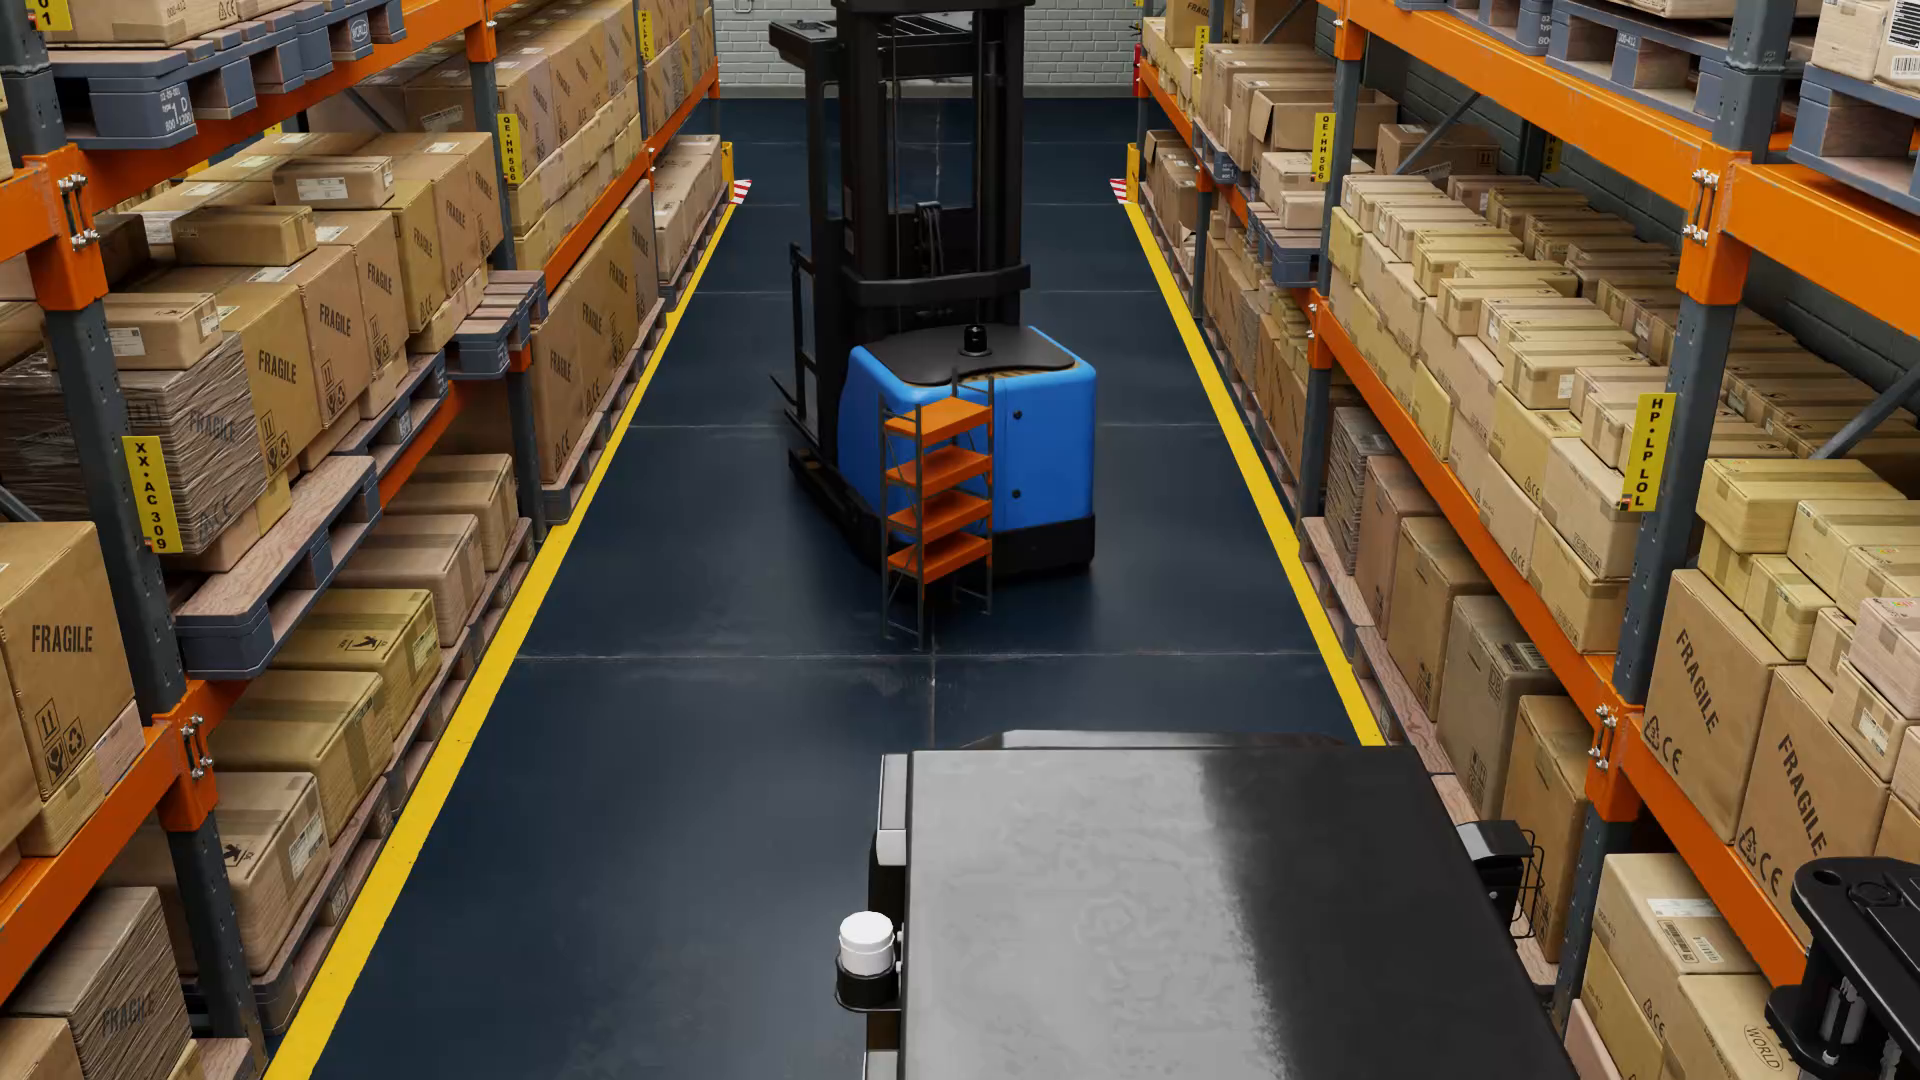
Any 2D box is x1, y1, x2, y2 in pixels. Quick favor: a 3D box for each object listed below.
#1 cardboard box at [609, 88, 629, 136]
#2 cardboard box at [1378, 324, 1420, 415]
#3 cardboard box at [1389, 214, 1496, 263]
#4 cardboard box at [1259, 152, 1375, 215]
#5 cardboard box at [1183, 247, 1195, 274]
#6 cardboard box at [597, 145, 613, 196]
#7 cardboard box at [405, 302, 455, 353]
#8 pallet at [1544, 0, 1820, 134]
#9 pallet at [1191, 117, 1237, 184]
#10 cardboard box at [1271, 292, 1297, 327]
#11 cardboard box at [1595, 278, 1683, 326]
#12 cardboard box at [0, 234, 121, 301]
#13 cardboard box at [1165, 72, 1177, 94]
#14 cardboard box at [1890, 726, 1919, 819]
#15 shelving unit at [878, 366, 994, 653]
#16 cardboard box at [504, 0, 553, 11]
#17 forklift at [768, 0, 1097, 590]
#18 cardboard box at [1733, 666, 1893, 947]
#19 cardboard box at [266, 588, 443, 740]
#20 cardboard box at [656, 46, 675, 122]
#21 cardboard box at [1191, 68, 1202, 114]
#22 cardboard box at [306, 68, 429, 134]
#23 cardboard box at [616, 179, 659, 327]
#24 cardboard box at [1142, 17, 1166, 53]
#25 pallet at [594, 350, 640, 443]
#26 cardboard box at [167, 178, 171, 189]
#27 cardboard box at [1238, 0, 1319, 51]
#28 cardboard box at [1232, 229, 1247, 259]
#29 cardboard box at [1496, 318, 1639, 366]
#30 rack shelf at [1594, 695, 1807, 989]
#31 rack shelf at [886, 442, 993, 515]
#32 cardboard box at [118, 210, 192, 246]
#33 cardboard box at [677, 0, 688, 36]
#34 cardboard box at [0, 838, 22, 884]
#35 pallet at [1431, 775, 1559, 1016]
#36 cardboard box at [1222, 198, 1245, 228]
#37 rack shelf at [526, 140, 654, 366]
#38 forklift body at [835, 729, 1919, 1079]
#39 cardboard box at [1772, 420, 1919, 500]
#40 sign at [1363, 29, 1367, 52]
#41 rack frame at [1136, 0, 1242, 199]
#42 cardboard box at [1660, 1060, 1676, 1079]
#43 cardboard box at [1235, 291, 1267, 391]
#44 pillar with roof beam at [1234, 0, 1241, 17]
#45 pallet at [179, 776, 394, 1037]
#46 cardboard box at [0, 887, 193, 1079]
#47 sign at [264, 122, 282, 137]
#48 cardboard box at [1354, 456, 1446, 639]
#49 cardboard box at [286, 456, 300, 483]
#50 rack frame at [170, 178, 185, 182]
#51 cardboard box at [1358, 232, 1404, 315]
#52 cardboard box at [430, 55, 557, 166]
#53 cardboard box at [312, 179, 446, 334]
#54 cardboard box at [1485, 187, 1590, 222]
[{"bbox_3d":[-2.467,-2.785,10.844,0.500,0.250,0.500,0,24,1],"label":"cardboard box"},{"bbox_3d":[2.052,-0.716,6.876,0.500,0.250,0.500,-1,24,-2],"label":"cardboard box"},{"bbox_3d":[2.036,-1.273,7.016,0.380,0.149,0.250,0,24,0],"label":"cardboard box"},{"bbox_3d":[1.944,-1.944,9.081,0.500,0.250,0.500,-1,24,-3],"label":"cardboard box"},{"bbox_3d":[1.935,-2.157,12.829,0.380,0.149,0.250,-1,24,-2],"label":"cardboard box"},{"bbox_3d":[-2.480,-2.343,10.471,0.500,0.250,0.500,-1,24,-2],"label":"cardboard box"},{"bbox_3d":[-2.311,-0.876,6.843,0.380,0.149,0.250,0,24,0],"label":"cardboard box"},{"bbox_3d":[2.300,-1.383,4.759,0.805,0.209,1.217,-1,24,-3],"label":"pallet"},{"bbox_3d":[2.135,-2.619,11.134,1.003,0.211,1.213,0,24,-1],"label":"pallet"},{"bbox_3d":[2.067,-1.371,9.878,0.380,0.149,0.250,-1,24,-1],"label":"cardboard box"},{"bbox_3d":[2.563,-0.855,6.092,0.380,0.149,0.250,0,24,0],"label":"cardboard box"},{"bbox_3d":[-2.892,-0.857,5.226,0.380,0.149,0.250,-1,24,-2],"label":"cardboard box"},{"bbox_3d":[1.908,-3.794,13.803,0.380,0.149,0.250,0,24,1],"label":"cardboard box"},{"bbox_3d":[2.028,0.476,3.150,0.380,0.149,0.250,0,24,-1],"label":"cardboard box"},{"bbox_3d":[-0.102,-0.141,7.606,0.258,1.200,0.503,20,31,37],"label":"shelving unit"},{"bbox_3d":[-3.011,-3.331,11.140,0.500,0.500,0.500,0,24,0],"label":"cardboard box"},{"bbox_3d":[-0.337,-1.672,8.890,1.130,2.935,3.031,-9,26,-20],"label":"forklift"},{"bbox_3d":[2.088,0.613,3.633,0.500,0.500,0.500,0,24,0],"label":"cardboard box"},{"bbox_3d":[-2.670,0.491,6.703,0.950,0.372,0.625,1,24,1],"label":"cardboard box"},{"bbox_3d":[-2.473,-3.460,12.639,0.500,0.500,0.500,0,24,0],"label":"cardboard box"},{"bbox_3d":[1.986,-3.312,12.255,0.500,0.250,0.500,0,24,1],"label":"cardboard box"},{"bbox_3d":[-2.952,-2.077,8.368,0.500,0.500,0.500,-1,24,-2],"label":"cardboard box"},{"bbox_3d":[-2.641,-1.981,11.558,0.875,0.875,0.875,0,24,1],"label":"cardboard box"},{"bbox_3d":[1.927,-4.564,15.021,0.500,0.250,0.500,0,24,0],"label":"cardboard box"},{"bbox_3d":[-2.628,-0.920,10.529,1.003,0.211,1.213,0,24,-1],"label":"pallet"},{"bbox_3d":[-7.506,-3.273,15.297,0.380,0.149,0.250,0,24,0],"label":"cardboard box"},{"bbox_3d":[2.485,-4.060,12.998,0.500,0.500,0.500,-1,24,-2],"label":"cardboard box"},{"bbox_3d":[2.068,-2.016,11.304,0.380,0.149,0.250,-1,24,-3],"label":"cardboard box"},{"bbox_3d":[2.050,-0.644,5.625,0.380,0.149,0.250,-1,24,-2],"label":"cardboard box"},{"bbox_3d":[2.344,1.412,2.861,1.077,0.370,4.000,0,24,-1],"label":"rack shelf"},{"bbox_3d":[-0.102,-0.284,7.542,0.258,0.148,0.480,20,31,37],"label":"rack shelf"},{"bbox_3d":[-2.888,-0.911,6.131,0.500,0.500,0.500,-1,24,-3],"label":"cardboard box"},{"bbox_3d":[-2.488,-4.338,13.367,0.500,0.500,0.500,0,24,-1],"label":"cardboard box"},{"bbox_3d":[-2.398,0.740,3.778,0.380,0.149,0.250,0,24,0],"label":"cardboard box"},{"bbox_3d":[2.275,1.227,5.780,1.003,0.211,1.213,0,24,-1],"label":"pallet"},{"bbox_3d":[2.024,-2.264,11.491,0.380,0.149,0.250,-1,24,-3],"label":"cardboard box"},{"bbox_3d":[-2.706,-1.861,10.097,1.077,0.370,4.000,0,24,-1],"label":"rack shelf"},{"bbox_3d":[0.521,1.522,2.775,2.313,2.155,1.214,0,24,-1],"label":"forklift body"},{"bbox_3d":[2.533,-0.227,4.703,0.380,0.149,0.250,-1,24,-2],"label":"cardboard box"},{"bbox_3d":[2.790,-3.568,11.594,0.100,0.325,0.005,0,24,-1],"label":"sign"},{"bbox_3d":[2.191,-4.685,15.468,1.000,3.000,0.127,0,24,-1],"label":"rack frame"},{"bbox_3d":[2.026,1.502,4.009,0.500,0.250,0.500,0,24,-1],"label":"cardboard box"},{"bbox_3d":[2.032,-1.250,10.397,0.500,0.500,0.500,-1,24,-2],"label":"cardboard box"},{"bbox_3d":[-1.241,-8.514,16.654,9.100,9.000,0.400,0,24,-1],"label":"pillar with roof beam"},{"bbox_3d":[-2.651,1.234,5.766,1.003,0.211,1.213,0,24,-1],"label":"pallet"},{"bbox_3d":[-2.366,1.246,4.271,0.500,0.500,0.500,-1,24,-1],"label":"cardboard box"},{"bbox_3d":[-3.240,-1.888,7.879,0.100,0.325,0.005,0,24,-1],"label":"sign"},{"bbox_3d":[2.287,0.029,7.418,0.875,0.625,0.625,1,24,1],"label":"cardboard box"},{"bbox_3d":[-2.405,-0.241,5.439,0.380,0.149,0.250,1,24,3],"label":"cardboard box"},{"bbox_3d":[-7.721,-4.597,15.274,1.000,3.000,0.127,0,24,-1],"label":"rack frame"},{"bbox_3d":[2.044,-1.157,7.244,0.500,0.250,0.500,0,24,1],"label":"cardboard box"},{"bbox_3d":[-2.461,-2.274,8.803,0.500,0.500,0.500,0,24,0],"label":"cardboard box"},{"bbox_3d":[-2.378,-1.130,6.616,0.500,0.500,0.500,-2,24,-4],"label":"cardboard box"},{"bbox_3d":[2.599,-1.489,7.493,0.380,0.149,0.250,0,24,1],"label":"cardboard box"}]
